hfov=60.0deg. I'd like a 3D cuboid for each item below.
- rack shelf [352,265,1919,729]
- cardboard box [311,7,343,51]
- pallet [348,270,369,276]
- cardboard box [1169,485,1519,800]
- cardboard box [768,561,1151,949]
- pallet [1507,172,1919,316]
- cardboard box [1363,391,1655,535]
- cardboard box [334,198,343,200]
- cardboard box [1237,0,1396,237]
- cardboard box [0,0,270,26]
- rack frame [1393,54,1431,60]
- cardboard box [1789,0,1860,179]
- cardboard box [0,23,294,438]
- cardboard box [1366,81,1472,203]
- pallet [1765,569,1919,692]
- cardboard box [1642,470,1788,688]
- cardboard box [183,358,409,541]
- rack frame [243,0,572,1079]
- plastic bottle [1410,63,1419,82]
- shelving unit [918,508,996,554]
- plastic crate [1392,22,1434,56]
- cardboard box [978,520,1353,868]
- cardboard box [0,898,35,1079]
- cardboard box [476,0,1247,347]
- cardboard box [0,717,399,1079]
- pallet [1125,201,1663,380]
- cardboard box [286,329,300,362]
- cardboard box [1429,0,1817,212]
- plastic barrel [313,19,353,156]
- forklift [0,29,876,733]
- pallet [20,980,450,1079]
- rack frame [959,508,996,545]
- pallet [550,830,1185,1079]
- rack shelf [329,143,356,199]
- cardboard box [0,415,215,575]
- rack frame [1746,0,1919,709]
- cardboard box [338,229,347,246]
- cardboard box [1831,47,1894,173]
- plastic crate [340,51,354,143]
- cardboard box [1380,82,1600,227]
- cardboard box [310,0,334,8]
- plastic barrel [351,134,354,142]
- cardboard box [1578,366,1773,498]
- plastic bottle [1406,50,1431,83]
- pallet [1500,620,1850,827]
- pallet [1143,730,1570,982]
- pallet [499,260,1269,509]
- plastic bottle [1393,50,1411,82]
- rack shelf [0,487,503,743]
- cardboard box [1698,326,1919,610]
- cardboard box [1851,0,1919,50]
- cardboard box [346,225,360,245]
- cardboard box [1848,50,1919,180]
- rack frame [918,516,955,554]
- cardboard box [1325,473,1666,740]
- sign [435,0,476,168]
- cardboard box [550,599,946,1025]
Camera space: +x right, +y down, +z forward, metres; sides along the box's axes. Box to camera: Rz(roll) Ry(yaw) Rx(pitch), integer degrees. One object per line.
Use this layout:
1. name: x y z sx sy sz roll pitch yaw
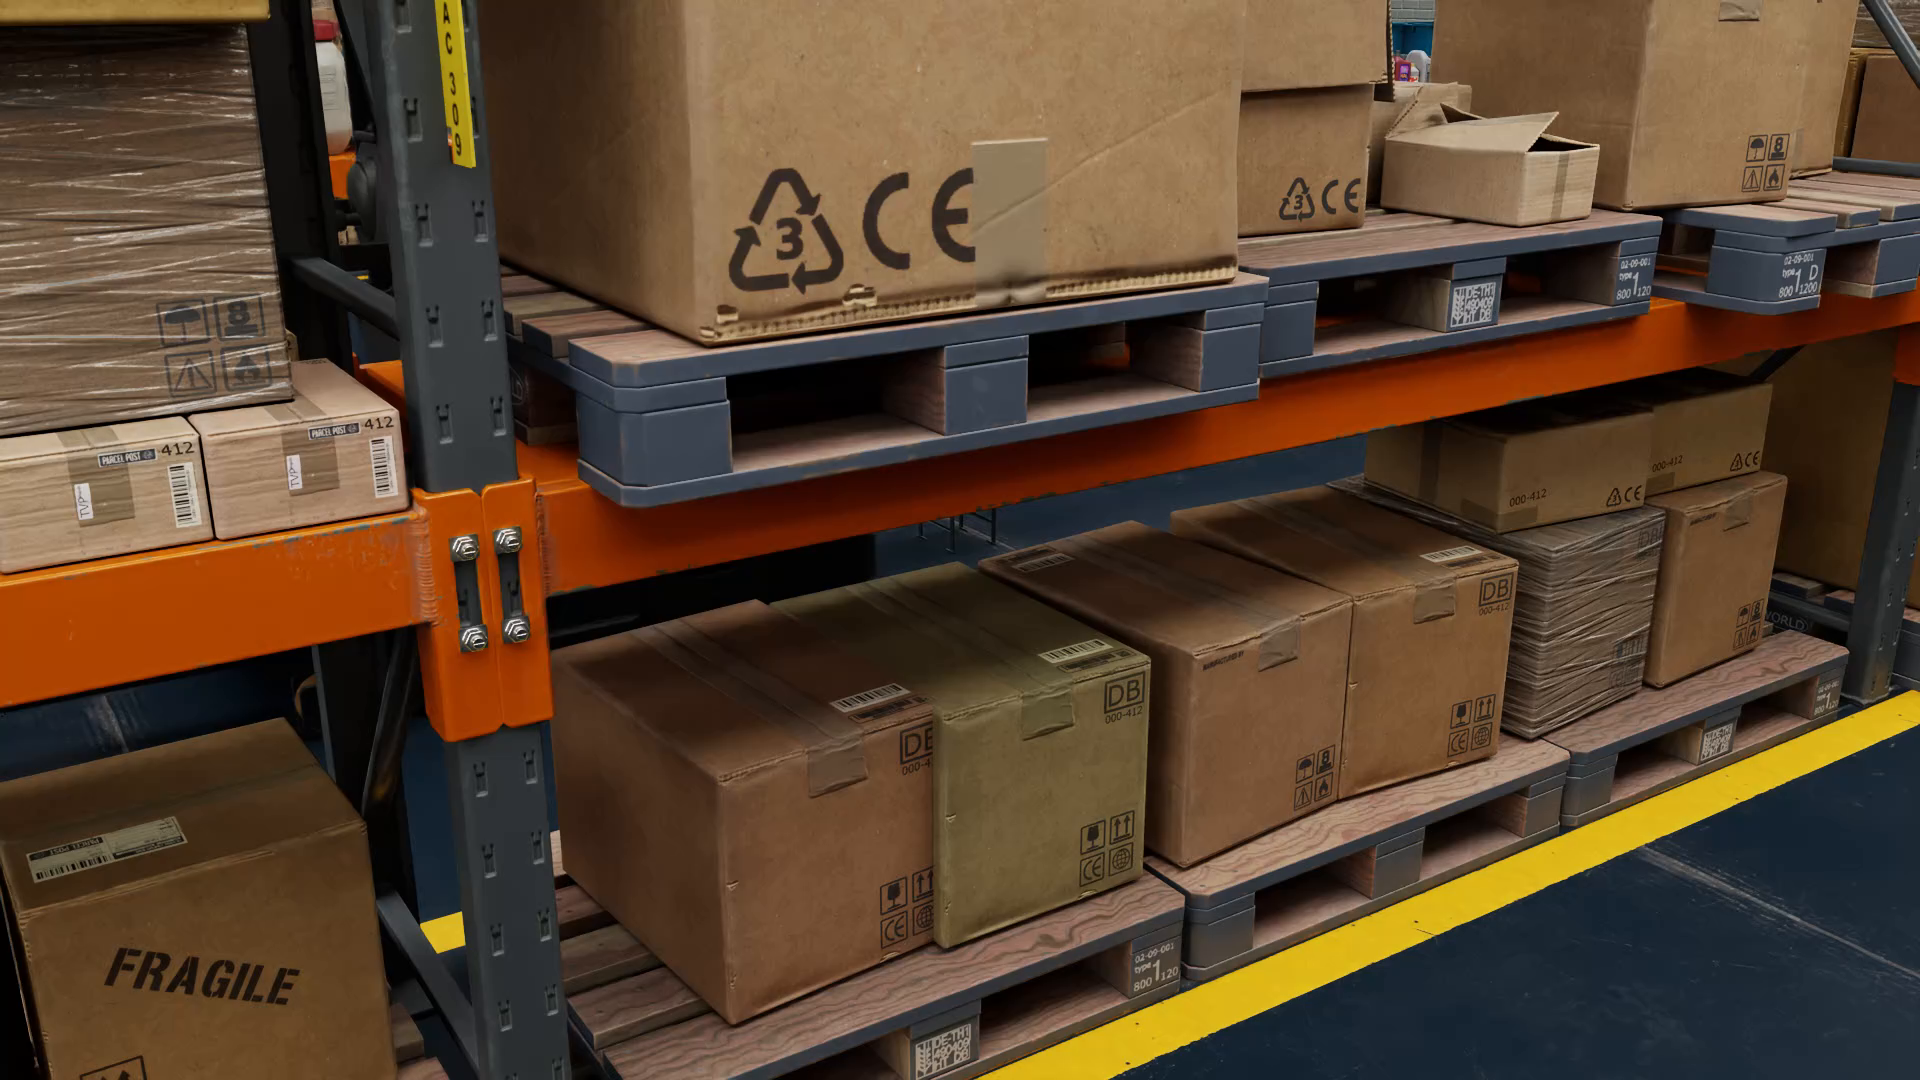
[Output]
1. rack shelf: 0.720 -0.385 3.825 4.000 0.370 1.077 -12 22 -31
2. cardboard box: -4.447 -3.476 11.688 0.500 0.500 0.500 -13 23 -34
3. pallet: -4.782 -2.060 12.008 1.213 0.211 1.003 -12 22 -31
4. cardboard box: 0.916 0.223 4.117 0.500 0.500 0.700 -10 21 -27
5. cardboard box: -0.017 0.420 3.534 0.500 0.500 0.700 -12 22 -32
6. pallet: 1.854 -0.834 4.327 1.003 0.211 1.213 -12 22 -31
7. cardboard box: 1.410 -0.236 4.304 0.500 0.250 0.500 -9 21 -25
8. cardboard box: -4.630 -2.464 11.611 0.500 0.311 0.500 -11 22 -30
9. cardboard box: 0.447 -0.952 3.560 0.637 0.503 0.797 -9 21 -26
10. cardboard box: -1.175 -0.883 1.992 0.500 0.500 0.500 -12 22 -31
11. rack frame: 3.007 -3.108 10.754 0.127 3.000 1.000 -12 22 -31
12. cardboard box: 1.961 -1.219 4.355 0.500 0.500 0.500 -15 24 -38
13. cardboard box: -1.360 -0.500 2.418 0.500 0.500 0.875 -12 22 -31
14. cardboard box: 0.864 -0.973 4.017 0.500 0.250 0.500 -13 22 -33
15. pallet: 3.090 0.124 5.549 1.213 0.211 1.003 -12 22 -31
16. cardboard box: 1.842 0.021 4.717 0.500 0.500 0.700 -13 23 -34
17. cardboard box: -0.968 -0.139 2.363 0.250 0.149 0.380 -12 22 -31
18. rack frame: -0.950 -0.374 2.668 0.127 3.000 1.000 -12 22 -31
19. plastic bottle: 2.774 -2.830 10.243 0.097 0.201 0.097 0 19 0
20. shelving unit: -0.012 -0.566 6.045 0.189 1.200 0.258 -12 22 -31
21. plastic crate: 3.209 -3.302 11.260 0.575 0.384 0.392 -12 22 -31
22. cardboard box: 0.450 0.322 3.826 0.500 0.500 0.700 -14 23 -36
23. cardboard box: -1.781 0.774 2.519 0.500 0.500 0.500 -5 19 -14
24. cardboard box: -0.210 -0.960 2.807 1.000 1.000 1.000 -12 22 -31
25. cardboard box: -1.306 0.671 2.824 0.500 0.500 0.500 -13 22 -33
26. pallet: 0.760 -0.628 3.719 1.213 0.211 1.003 -12 22 -31
27. cardboard box: -1.295 -0.298 2.834 0.250 0.149 0.380 -12 22 -31
28. cardboard box: 1.550 -1.094 3.985 0.500 0.500 0.700 -8 20 -23
29. plastic barrel: -2.755 -1.873 6.889 0.433 0.535 0.433 0 19 0
30. forklift: -1.802 -1.042 4.750 3.031 2.935 1.130 -11 22 -30
31. pallet: -1.492 1.075 2.736 1.213 0.211 1.003 -12 22 -31
32. rack frame: 0.064 -0.582 6.093 0.006 1.200 0.240 -12 22 -31
33. pallet: -0.301 0.809 3.521 1.213 0.211 1.003 -12 22 -31
34. rack shelf: -2.004 -1.710 7.743 4.000 0.370 1.077 -12 22 -31
35. cardboard box: -1.182 -0.097 2.240 0.250 0.149 0.380 -12 22 -31
36. rack frame: 2.390 -1.079 4.752 0.127 3.000 1.000 -12 22 -31
37. cardboard box: -4.638 -2.197 11.696 0.500 0.250 0.500 -11 22 -30
38. cardboard box: 2.666 -1.279 5.189 0.500 0.500 0.500 -11 22 -30
39. plastic crate: -2.924 -1.969 7.410 0.575 0.384 0.392 -12 22 -31
40. cardboard box: 1.146 -0.848 3.623 0.258 0.266 0.396 -13 22 -33
41. cardboard box: -6.169 -5.224 16.169 0.500 0.500 0.700 -15 24 -38
42. plastic barrel: -2.485 -1.825 7.177 0.301 0.262 0.301 0 19 0
43. cardboard box: 1.847 -0.332 4.589 0.500 0.250 0.500 -11 22 -29
44. plastic bottle: 2.856 -2.893 10.313 0.135 0.276 0.152 -12 22 -31
45. pallet: 1.737 0.380 4.792 1.213 0.211 1.003 -12 22 -31
46. pallet: 0.719 0.593 4.160 1.213 0.211 1.003 -12 22 -31
47. pallet: -0.232 -0.379 2.981 1.213 0.211 1.003 -12 22 -31
48. plastic bottle: 2.688 -2.844 10.155 0.133 0.283 0.061 -12 22 -31
49. rack shelf: -2.621 0.319 1.741 4.000 0.370 1.077 -12 22 -31
50. cardboard box: 2.978 -0.387 5.368 0.875 0.875 1.225 -13 23 -34
51. cardboard box: 3.010 -1.726 4.943 0.637 0.503 0.797 -11 22 -30
52. cardboard box: -4.210 -2.288 11.966 0.500 0.250 0.500 -11 22 -30
53. cardboard box: 2.946 -1.139 4.774 0.500 0.500 0.500 -11 22 -30
54. rack frame: -0.089 -0.550 5.997 0.006 1.200 0.240 -12 22 -31
55. cardboard box: 1.386 0.122 4.417 0.500 0.500 0.700 -14 23 -36
56. sign: -0.646 -0.640 2.104 0.005 0.325 0.100 -12 22 -31
57. cardboard box: -0.426 0.499 3.300 0.500 0.500 0.700 -14 23 -36
